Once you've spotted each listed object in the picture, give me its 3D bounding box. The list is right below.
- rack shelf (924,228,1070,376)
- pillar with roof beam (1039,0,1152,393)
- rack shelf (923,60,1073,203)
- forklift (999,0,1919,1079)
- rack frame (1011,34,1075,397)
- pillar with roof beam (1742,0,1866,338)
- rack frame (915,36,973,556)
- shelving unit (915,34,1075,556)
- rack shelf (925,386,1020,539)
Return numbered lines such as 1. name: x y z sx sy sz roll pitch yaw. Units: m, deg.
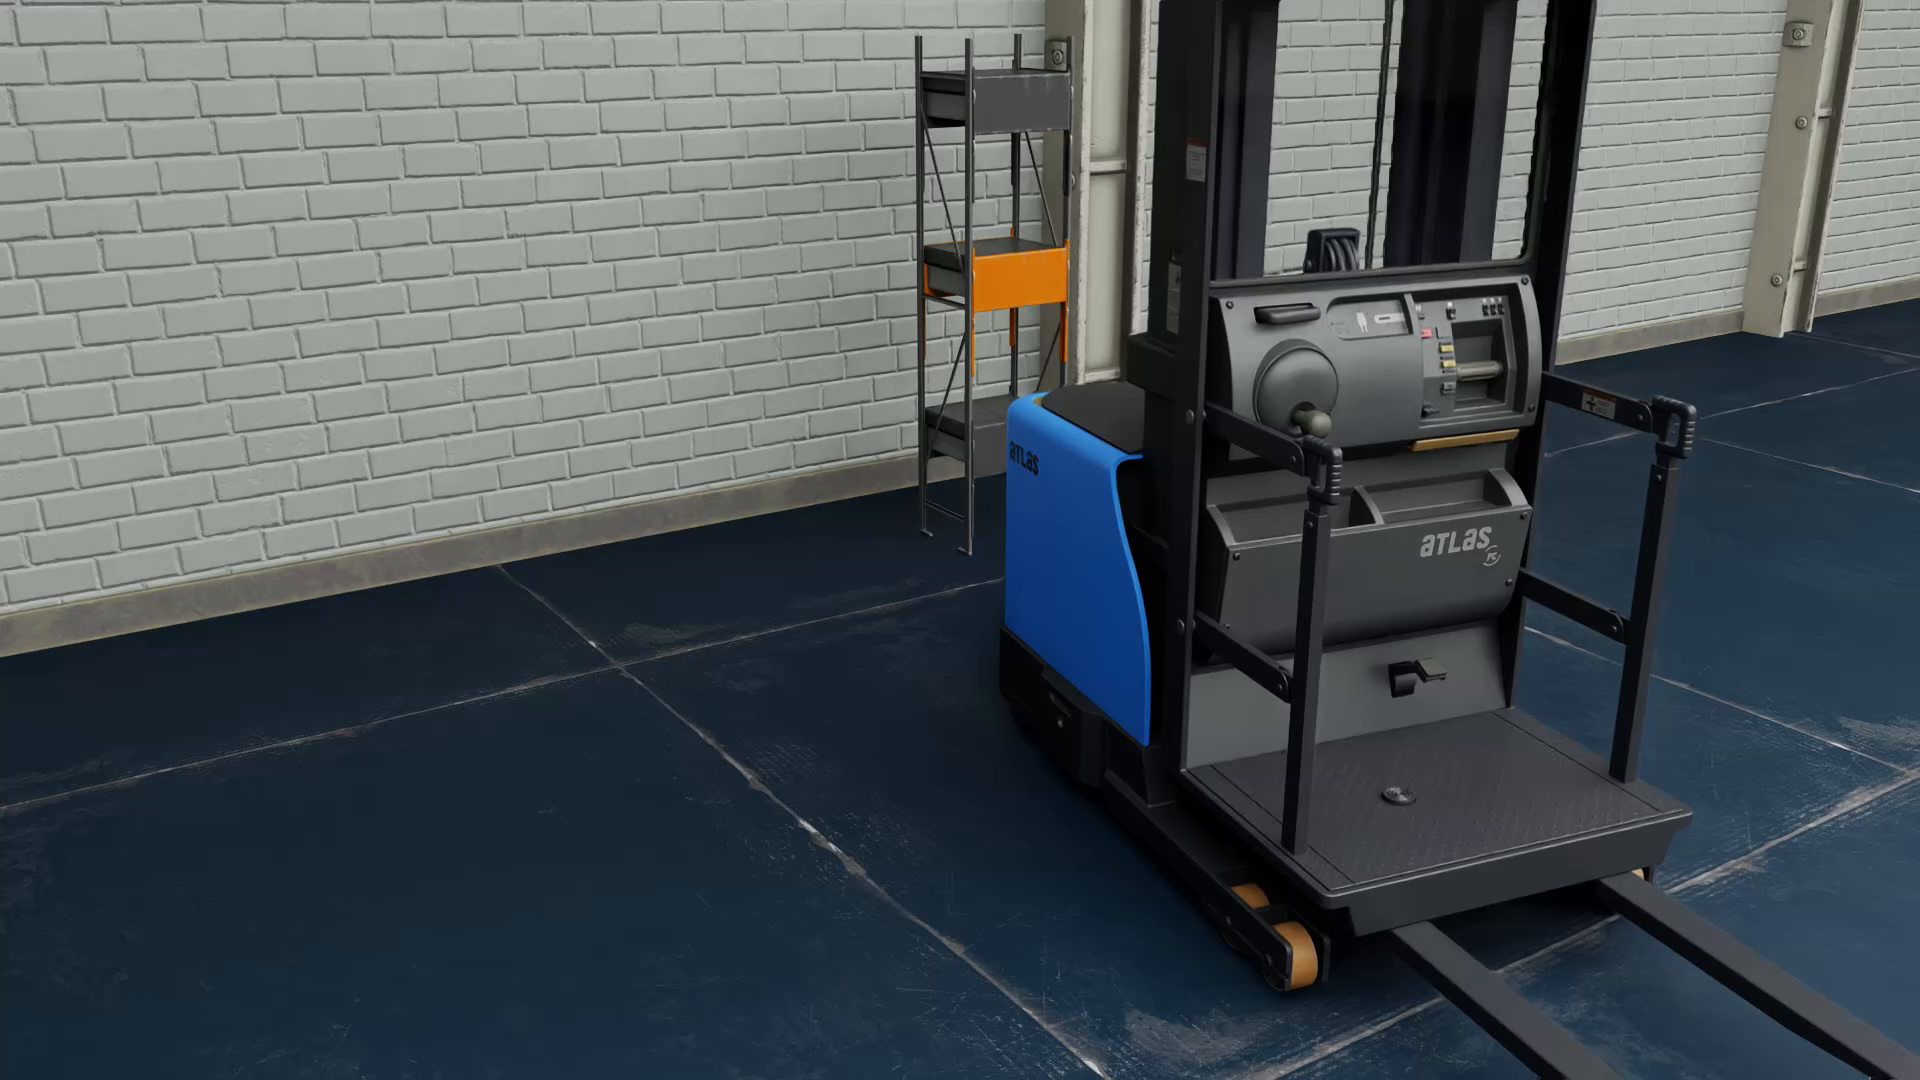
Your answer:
1. rack shelf: 0.138 -1.011 6.999 0.480 0.518 0.431 -12 22 -31
2. pillar with roof beam: 3.010 -3.507 3.569 0.400 9.000 9.100 -12 22 -31
3. rack shelf: 0.138 -1.674 6.775 0.480 0.518 0.431 -12 22 -31
4. forklift: 1.151 -0.450 4.000 1.130 2.935 3.031 -7 20 -21
5. rack frame: 0.342 -1.067 7.122 0.015 2.100 0.400 -12 22 -31
6. pillar with roof beam: 8.021 -4.564 6.695 0.400 9.000 9.100 -12 22 -31
7. rack frame: -0.066 -0.981 6.868 0.015 2.100 0.400 -12 22 -31
8. shelving unit: 0.138 -1.024 6.995 0.503 2.100 0.431 -12 22 -31
9. rack shelf: 0.138 -0.348 7.223 0.480 0.518 0.431 -12 22 -31
